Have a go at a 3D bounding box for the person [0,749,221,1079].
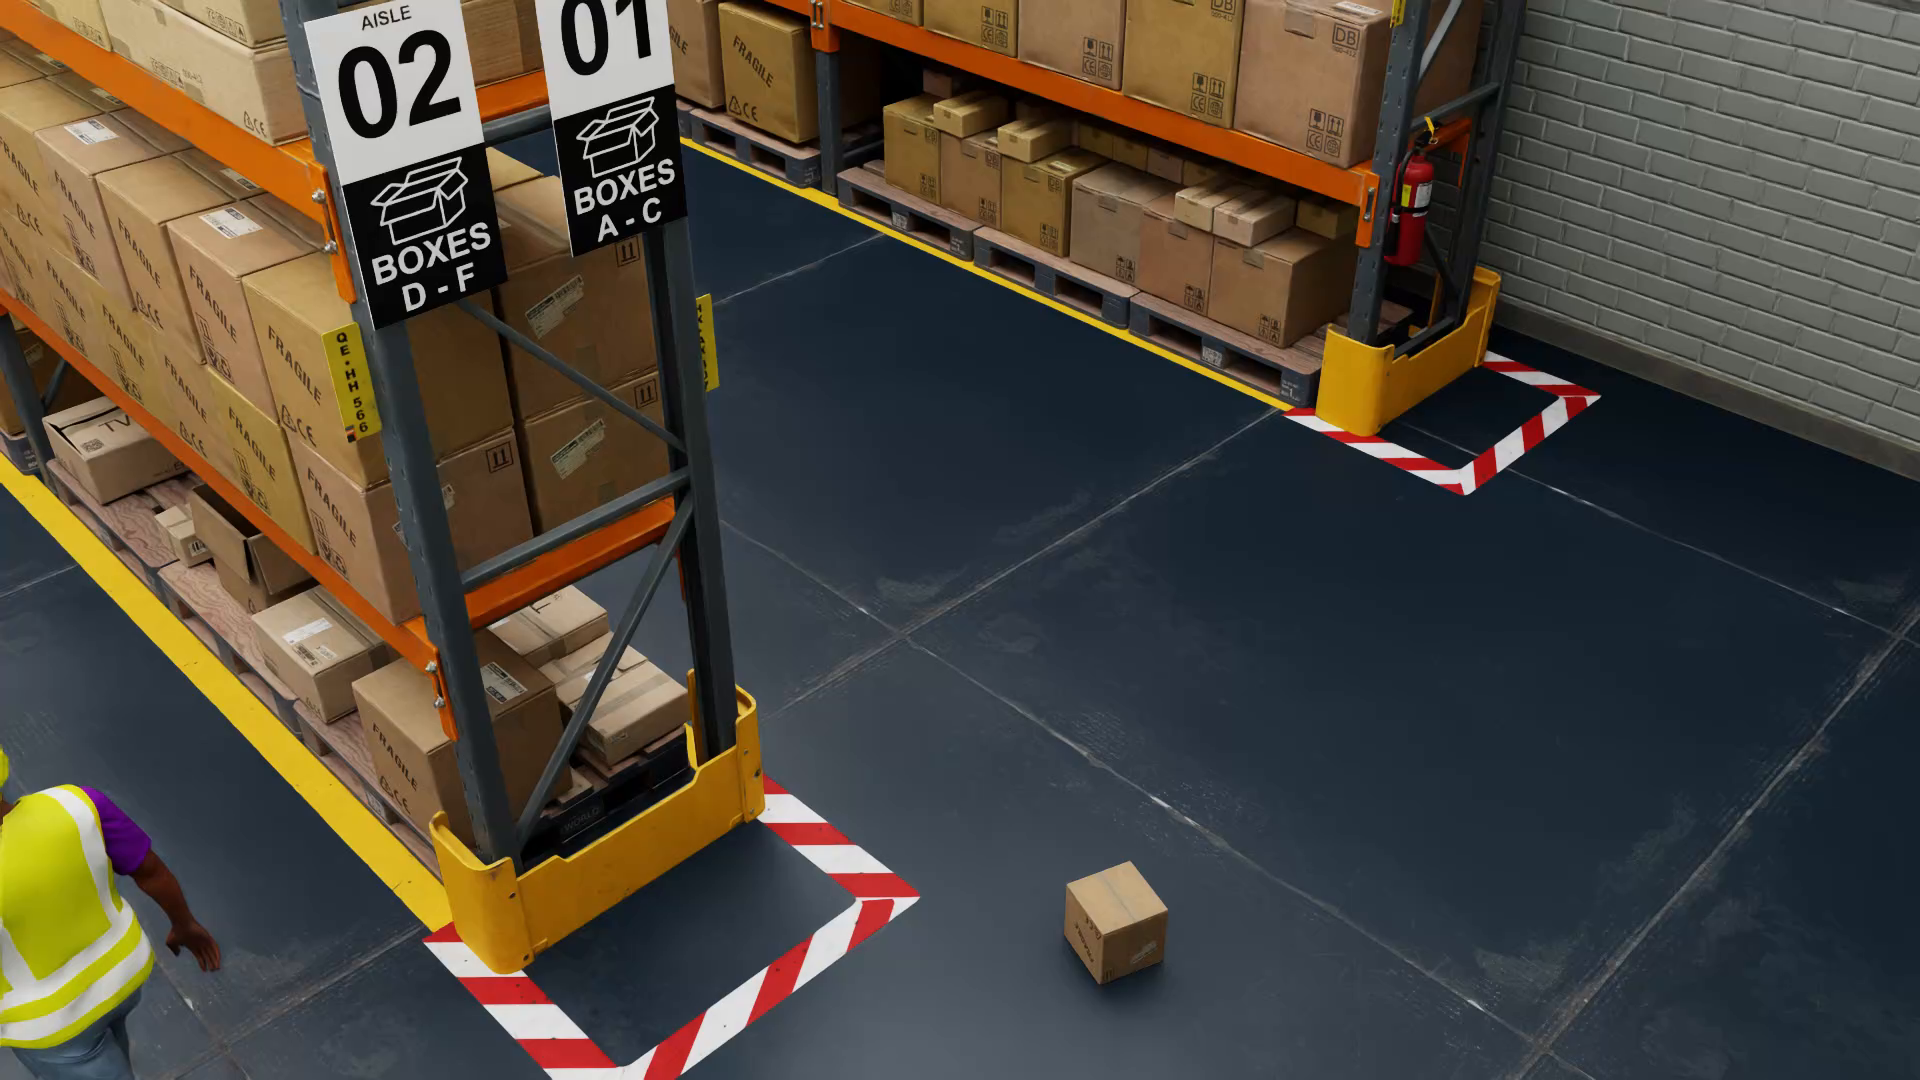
[{"bbox_3d":[-2.432,1.162,4.460,1.067,1.698,0.660,16,38,21],"label":"person"}]
